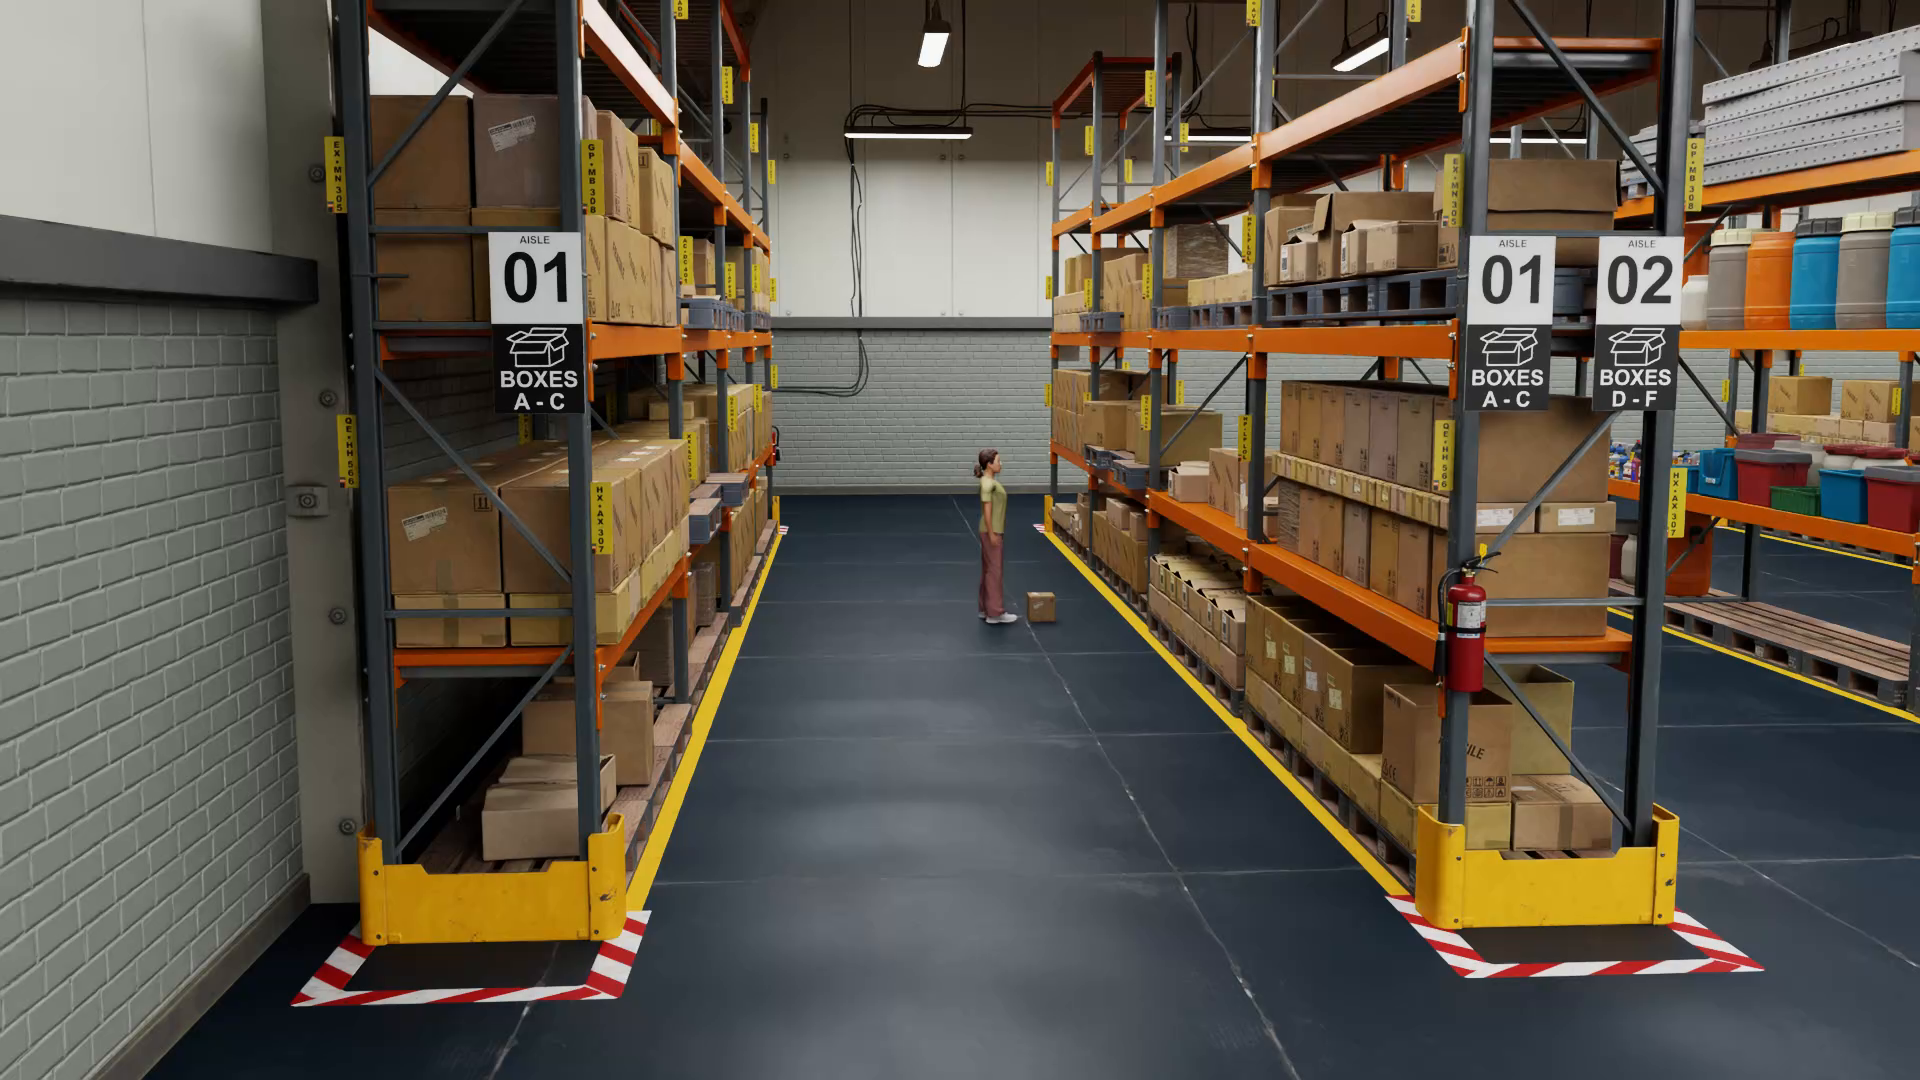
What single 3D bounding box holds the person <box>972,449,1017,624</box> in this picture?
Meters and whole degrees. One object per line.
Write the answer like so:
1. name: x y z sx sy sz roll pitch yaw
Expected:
1. person: 0.339 -0.046 16.115 0.439 1.665 0.509 0 7 2
